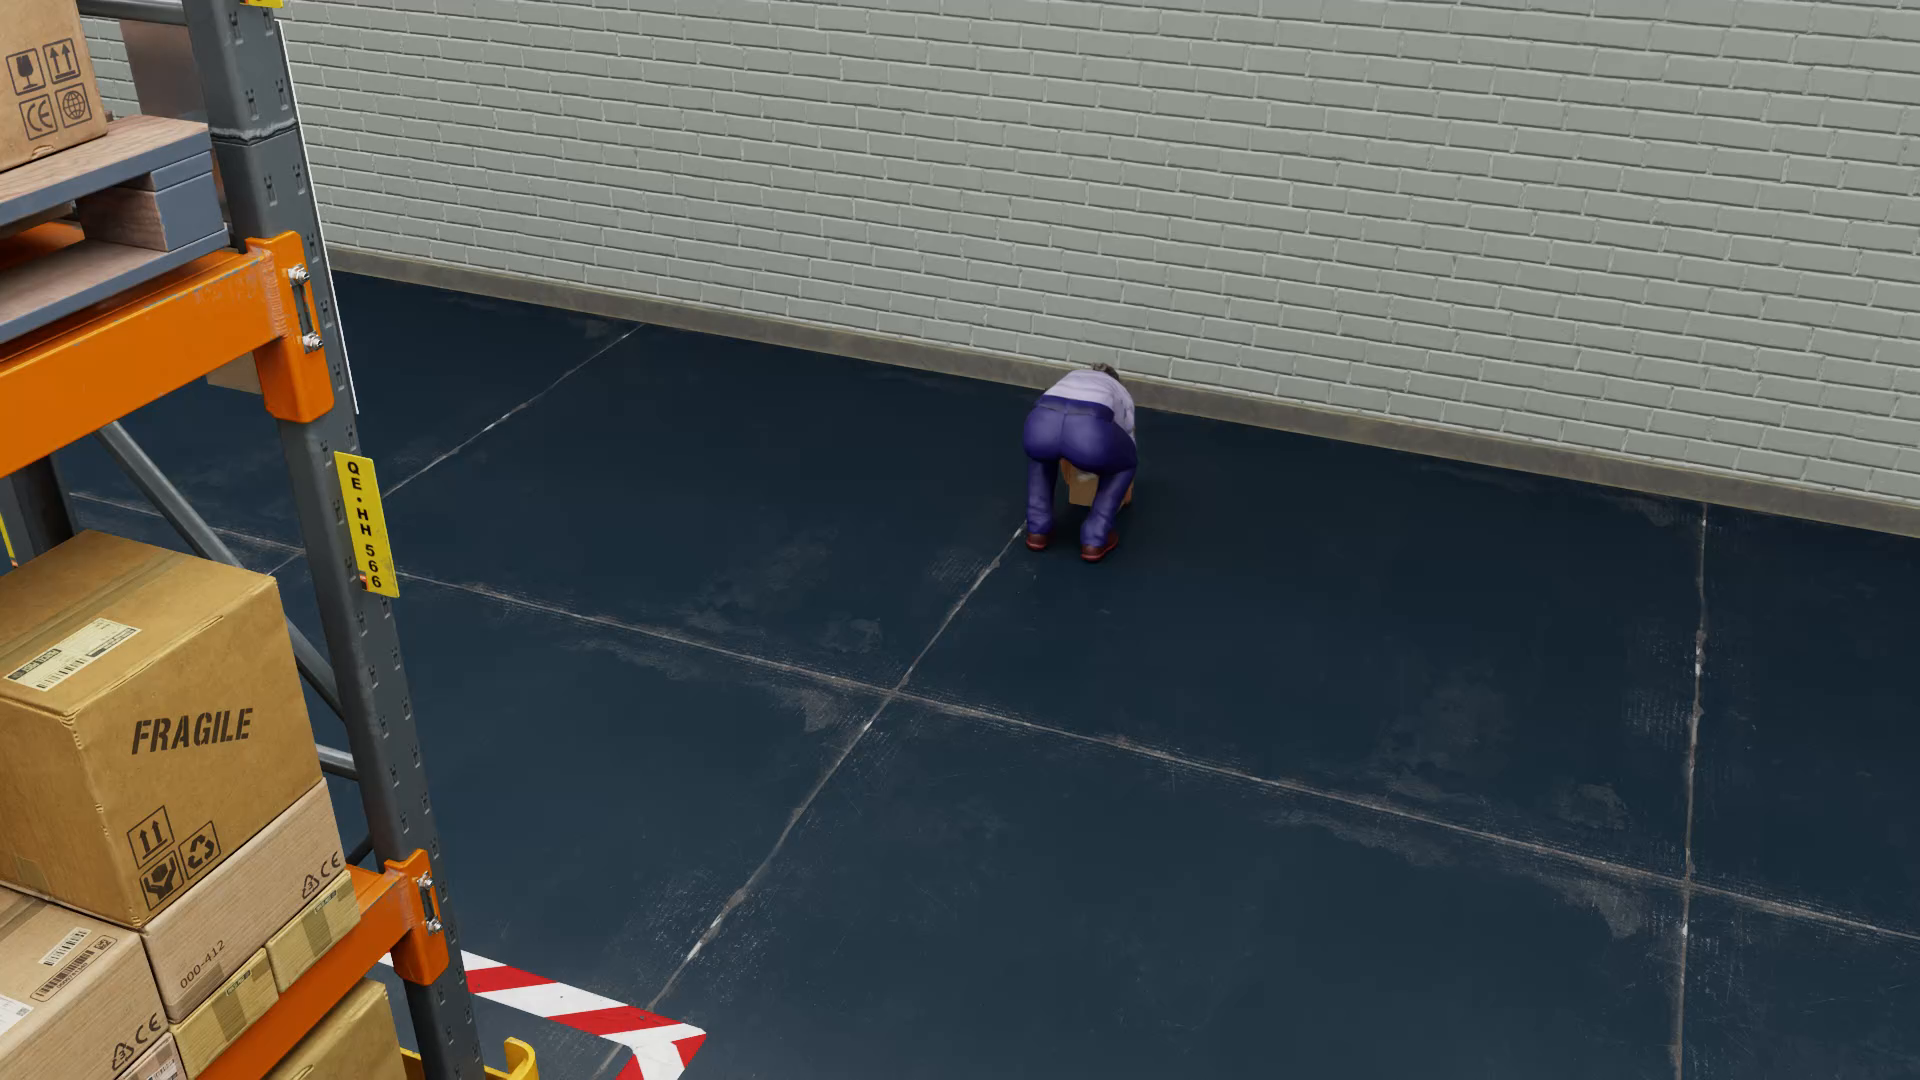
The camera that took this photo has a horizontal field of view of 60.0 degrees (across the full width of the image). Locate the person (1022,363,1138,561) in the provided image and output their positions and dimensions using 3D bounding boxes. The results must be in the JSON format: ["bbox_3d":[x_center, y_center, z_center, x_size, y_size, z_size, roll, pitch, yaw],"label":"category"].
[{"bbox_3d":[0.567,-0.409,7.689,0.522,0.830,0.900,10,31,17],"label":"person"}]
